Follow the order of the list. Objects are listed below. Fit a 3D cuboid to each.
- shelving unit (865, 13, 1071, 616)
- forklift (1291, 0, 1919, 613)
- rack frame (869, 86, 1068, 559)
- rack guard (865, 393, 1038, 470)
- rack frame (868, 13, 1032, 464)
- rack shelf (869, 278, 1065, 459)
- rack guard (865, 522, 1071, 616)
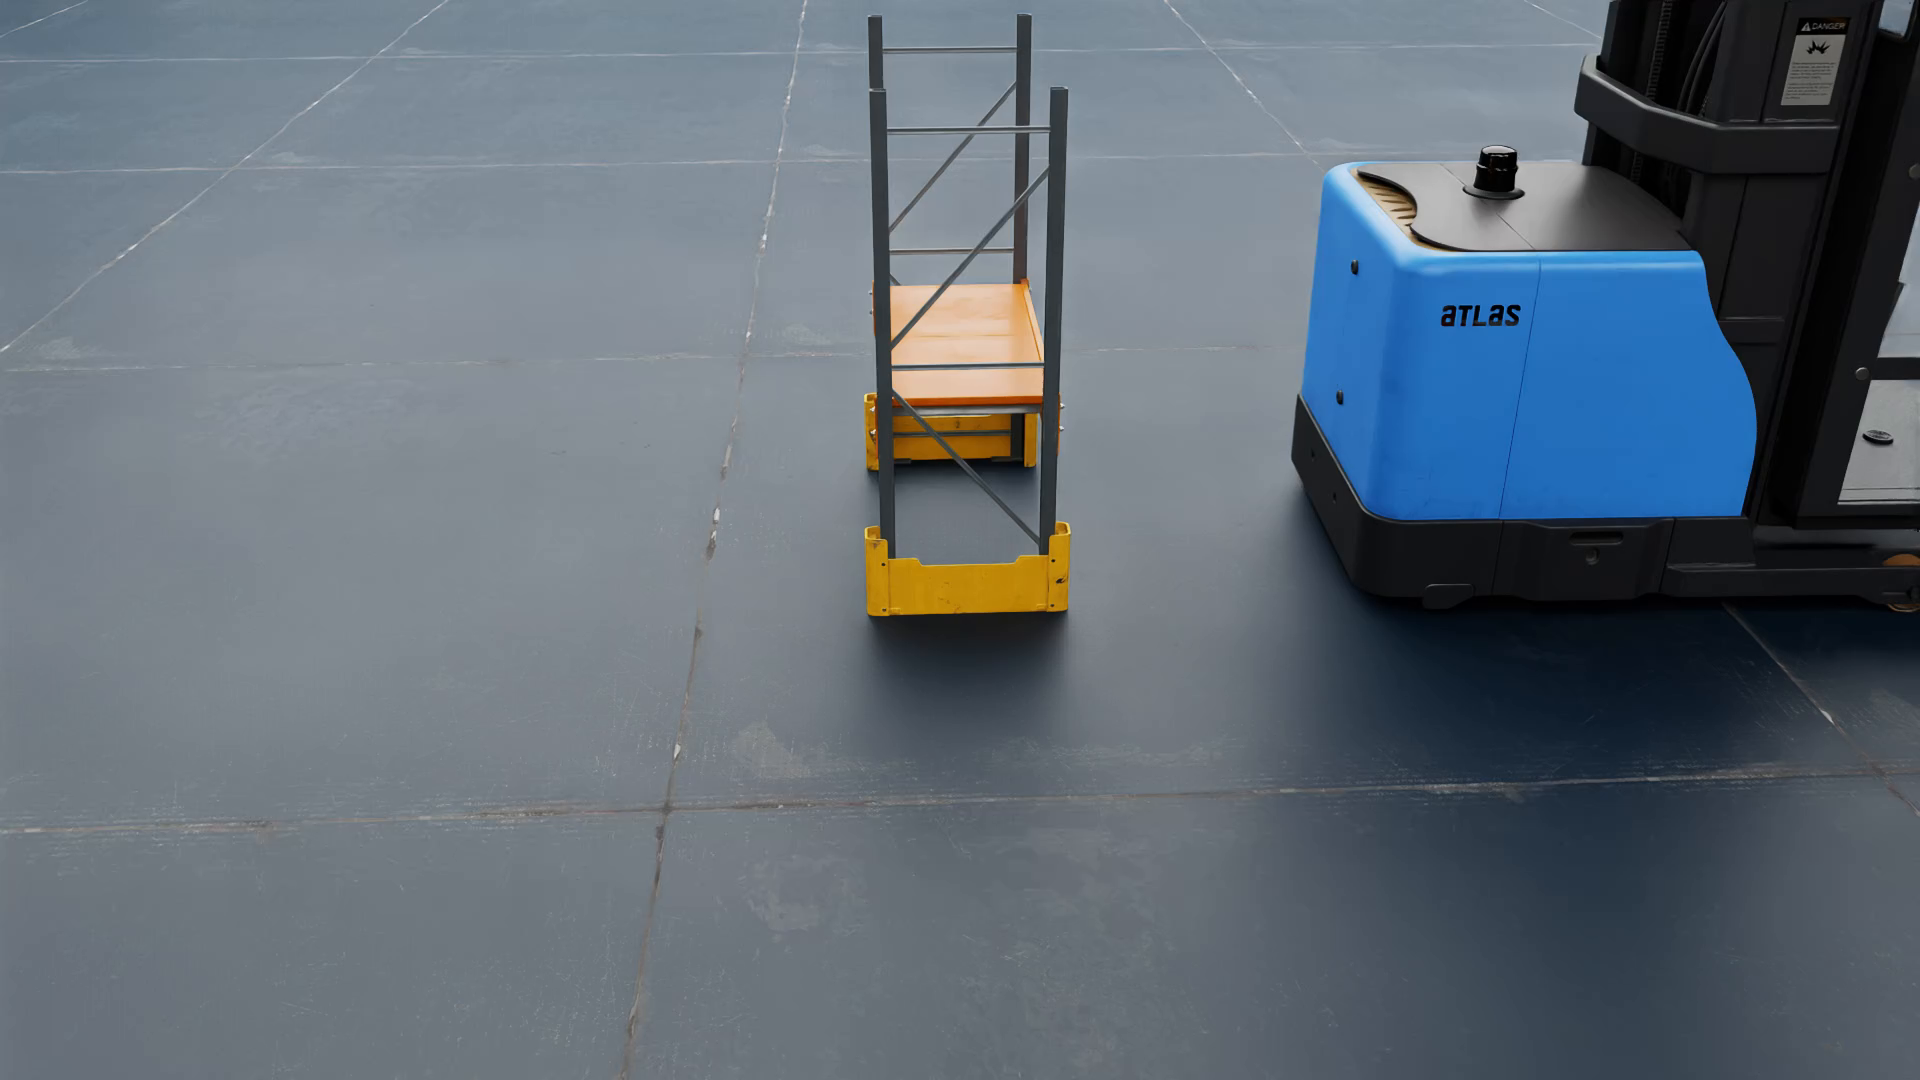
[{"bbox_3d":[-0.004,-0.700,4.971,0.587,1.500,1.083,-1,28,-3],"label":"shelving unit"},{"bbox_3d":[2.646,-1.334,4.638,3.031,2.935,1.130,-1,28,-2],"label":"forklift"},{"bbox_3d":[0.022,-0.470,4.529,0.500,1.500,0.032,-1,28,-3],"label":"rack frame"},{"bbox_3d":[-0.030,-0.376,5.701,0.587,0.250,0.087,-1,28,-3],"label":"rack guard"},{"bbox_3d":[-0.031,-0.939,5.429,0.500,1.500,0.032,-1,28,-3],"label":"rack frame"},{"bbox_3d":[-0.004,-0.545,5.062,0.538,0.185,1.000,-1,28,-3],"label":"rack shelf"},{"bbox_3d":[0.022,0.084,4.819,0.587,0.250,0.087,-1,28,-3],"label":"rack guard"}]
